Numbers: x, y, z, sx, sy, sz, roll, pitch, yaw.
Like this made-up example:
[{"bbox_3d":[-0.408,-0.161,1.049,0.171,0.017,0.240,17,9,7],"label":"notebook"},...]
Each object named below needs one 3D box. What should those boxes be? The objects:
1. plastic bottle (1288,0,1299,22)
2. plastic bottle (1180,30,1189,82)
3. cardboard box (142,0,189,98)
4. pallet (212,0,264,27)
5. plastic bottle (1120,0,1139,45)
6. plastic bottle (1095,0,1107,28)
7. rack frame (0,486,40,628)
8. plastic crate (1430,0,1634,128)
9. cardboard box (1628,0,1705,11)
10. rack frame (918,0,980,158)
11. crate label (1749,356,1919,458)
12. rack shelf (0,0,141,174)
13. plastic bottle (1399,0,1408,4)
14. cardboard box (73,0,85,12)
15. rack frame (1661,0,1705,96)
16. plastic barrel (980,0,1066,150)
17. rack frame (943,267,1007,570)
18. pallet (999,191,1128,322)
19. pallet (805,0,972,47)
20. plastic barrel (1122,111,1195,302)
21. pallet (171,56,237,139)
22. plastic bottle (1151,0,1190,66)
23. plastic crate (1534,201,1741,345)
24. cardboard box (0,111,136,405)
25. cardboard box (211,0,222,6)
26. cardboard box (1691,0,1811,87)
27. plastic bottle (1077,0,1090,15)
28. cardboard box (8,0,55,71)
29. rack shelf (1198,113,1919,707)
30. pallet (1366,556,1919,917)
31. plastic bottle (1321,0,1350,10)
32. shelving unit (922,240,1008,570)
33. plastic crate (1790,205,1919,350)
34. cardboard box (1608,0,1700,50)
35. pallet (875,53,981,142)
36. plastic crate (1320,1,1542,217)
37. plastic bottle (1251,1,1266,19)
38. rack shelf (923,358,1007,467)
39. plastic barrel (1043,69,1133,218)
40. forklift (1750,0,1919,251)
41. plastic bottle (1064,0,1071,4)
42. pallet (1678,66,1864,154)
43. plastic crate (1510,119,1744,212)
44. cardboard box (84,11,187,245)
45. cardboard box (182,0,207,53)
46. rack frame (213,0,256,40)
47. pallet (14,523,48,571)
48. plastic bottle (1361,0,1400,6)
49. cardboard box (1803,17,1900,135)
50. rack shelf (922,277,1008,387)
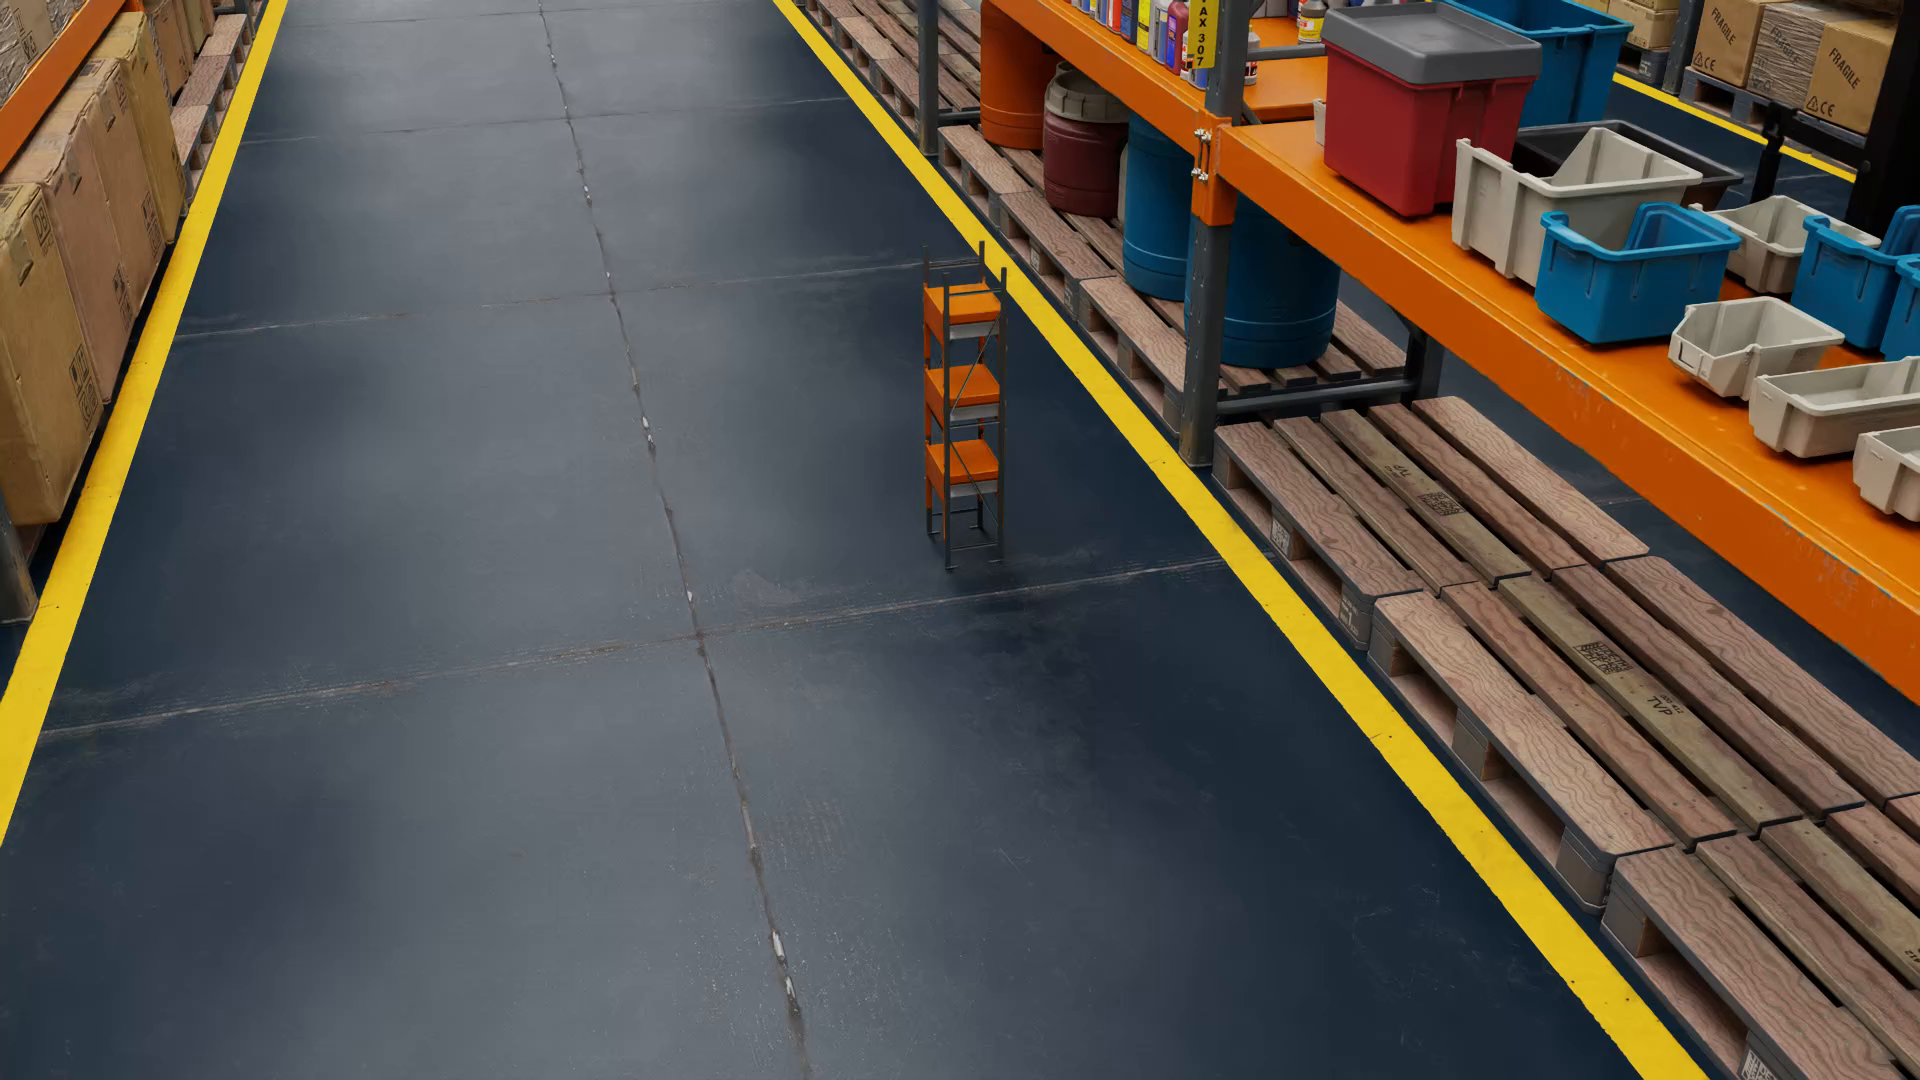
[{"bbox_3d":[1.403,-2.266,6.788,0.061,0.283,0.133,-8,31,-13],"label":"plastic bottle"},{"bbox_3d":[0.851,-1.768,6.008,0.097,0.201,0.097,0,30,0],"label":"plastic bottle"},{"bbox_3d":[-5.026,-2.896,9.815,0.700,0.500,0.500,-5,30,-9],"label":"cardboard box"},{"bbox_3d":[-5.787,-3.972,12.402,1.003,0.211,1.213,-8,31,-13],"label":"pallet"},{"bbox_3d":[0.716,-2.123,6.472,0.144,0.351,0.185,-8,31,-13],"label":"plastic bottle"},{"bbox_3d":[0.642,-2.233,6.737,0.152,0.276,0.135,-8,31,-13],"label":"plastic bottle"},{"bbox_3d":[-3.451,-0.996,4.476,1.000,3.000,0.127,-8,31,-13],"label":"rack frame"},{"bbox_3d":[1.777,-1.493,5.291,0.392,0.384,0.575,-8,31,-13],"label":"plastic crate"},{"bbox_3d":[4.663,-3.698,10.910,0.500,0.311,0.500,-7,31,-12],"label":"cardboard box"},{"bbox_3d":[0.263,-3.586,8.951,1.000,3.000,0.127,-8,31,-13],"label":"rack frame"},{"bbox_3d":[1.835,-0.277,3.438,0.396,0.136,0.243,-8,31,-13],"label":"crate label"},{"bbox_3d":[-3.982,-1.650,6.325,1.077,0.370,4.000,-8,31,-13],"label":"rack shelf"},{"bbox_3d":[1.603,-1.902,6.158,0.061,0.283,0.133,-8,31,-13],"label":"plastic bottle"},{"bbox_3d":[-4.016,-2.524,7.016,0.500,0.500,0.500,-8,31,-14],"label":"cardboard box"},{"bbox_3d":[5.039,-4.243,10.086,1.000,3.000,0.127,-8,31,-13],"label":"rack frame"},{"bbox_3d":[0.409,-2.595,8.985,0.600,0.830,0.708,-8,31,-13],"label":"plastic barrel"},{"bbox_3d":[0.047,-0.370,5.341,0.200,1.050,0.008,-8,31,-13],"label":"rack frame"},{"bbox_3d":[0.832,-1.416,7.985,1.003,0.211,1.213,-8,31,-13],"label":"pallet"},{"bbox_3d":[-0.553,-3.937,12.341,1.003,0.211,1.213,-8,31,-13],"label":"pallet"},{"bbox_3d":[1.008,-1.535,7.083,0.600,0.901,0.708,-8,31,-13],"label":"plastic barrel"},{"bbox_3d":[-5.039,-2.686,10.181,1.003,0.211,1.213,-8,31,-13],"label":"pallet"},{"bbox_3d":[0.811,-1.924,6.204,0.152,0.276,0.135,-8,31,-13],"label":"plastic bottle"},{"bbox_3d":[1.594,-0.634,3.958,0.416,0.233,0.300,-8,31,-13],"label":"plastic crate"},{"bbox_3d":[-3.878,-0.996,6.178,1.225,0.875,0.875,-9,31,-15],"label":"cardboard box"},{"bbox_3d":[-5.642,-4.158,12.015,0.500,0.500,0.500,-9,31,-15],"label":"cardboard box"},{"bbox_3d":[4.885,-3.094,10.157,0.500,0.500,0.500,-7,31,-11],"label":"cardboard box"},{"bbox_3d":[0.580,-2.345,6.931,0.152,0.276,0.135,-8,31,-13],"label":"plastic bottle"},{"bbox_3d":[-3.741,-2.028,6.159,0.500,0.500,0.500,-7,31,-12],"label":"cardboard box"},{"bbox_3d":[1.855,-0.377,4.125,1.077,0.370,4.000,-8,31,-13],"label":"rack shelf"},{"bbox_3d":[1.884,0.493,4.688,1.003,0.211,1.213,-8,31,-13],"label":"pallet"},{"bbox_3d":[1.472,-2.051,6.424,0.152,0.276,0.135,-8,31,-13],"label":"plastic bottle"},{"bbox_3d":[0.014,-0.429,5.442,0.215,1.050,0.252,-8,31,-13],"label":"shelving unit"},{"bbox_3d":[2.209,-0.620,3.934,0.416,0.233,0.300,-8,31,-13],"label":"plastic crate"},{"bbox_3d":[4.665,-3.456,11.053,0.500,0.250,0.500,-7,31,-12],"label":"cardboard box"},{"bbox_3d":[0.094,-2.759,10.305,1.003,0.211,1.213,-8,31,-13],"label":"pallet"},{"bbox_3d":[1.320,-1.243,4.780,0.402,0.464,0.583,-8,31,-13],"label":"plastic crate"},{"bbox_3d":[1.176,-2.302,6.856,0.152,0.276,0.135,-8,31,-13],"label":"plastic bottle"},{"bbox_3d":[0.014,-0.419,5.448,0.215,0.259,0.240,-8,31,-13],"label":"rack shelf"},{"bbox_3d":[0.709,-1.945,8.104,0.600,0.588,0.708,-8,31,-13],"label":"plastic barrel"},{"bbox_3d":[3.287,-1.464,5.354,1.130,2.935,3.031,-6,31,-10],"label":"forklift"},{"bbox_3d":[0.475,-2.454,7.111,0.061,0.283,0.133,-8,31,-13],"label":"plastic bottle"},{"bbox_3d":[5.201,-2.670,10.153,1.003,0.211,1.213,-8,31,-13],"label":"pallet"},{"bbox_3d":[1.880,-1.056,4.795,0.437,0.125,0.590,-8,31,-13],"label":"plastic crate"},{"bbox_3d":[-4.350,-1.854,7.660,1.225,0.875,0.875,-9,31,-16],"label":"cardboard box"},{"bbox_3d":[-5.324,-3.436,10.748,0.700,0.500,0.500,-8,31,-14],"label":"cardboard box"},{"bbox_3d":[-5.574,-4.859,11.151,1.000,3.000,0.127,-8,31,-13],"label":"rack frame"},{"bbox_3d":[-3.728,-0.151,5.801,1.003,0.211,1.213,-8,31,-13],"label":"pallet"},{"bbox_3d":[1.533,-1.865,6.028,0.144,0.351,0.185,-8,31,-13],"label":"plastic bottle"},{"bbox_3d":[5.157,-2.599,9.301,0.500,0.500,0.500,-8,31,-14],"label":"cardboard box"},{"bbox_3d":[0.014,-0.665,5.305,0.215,0.259,0.240,-8,31,-13],"label":"rack shelf"}]
